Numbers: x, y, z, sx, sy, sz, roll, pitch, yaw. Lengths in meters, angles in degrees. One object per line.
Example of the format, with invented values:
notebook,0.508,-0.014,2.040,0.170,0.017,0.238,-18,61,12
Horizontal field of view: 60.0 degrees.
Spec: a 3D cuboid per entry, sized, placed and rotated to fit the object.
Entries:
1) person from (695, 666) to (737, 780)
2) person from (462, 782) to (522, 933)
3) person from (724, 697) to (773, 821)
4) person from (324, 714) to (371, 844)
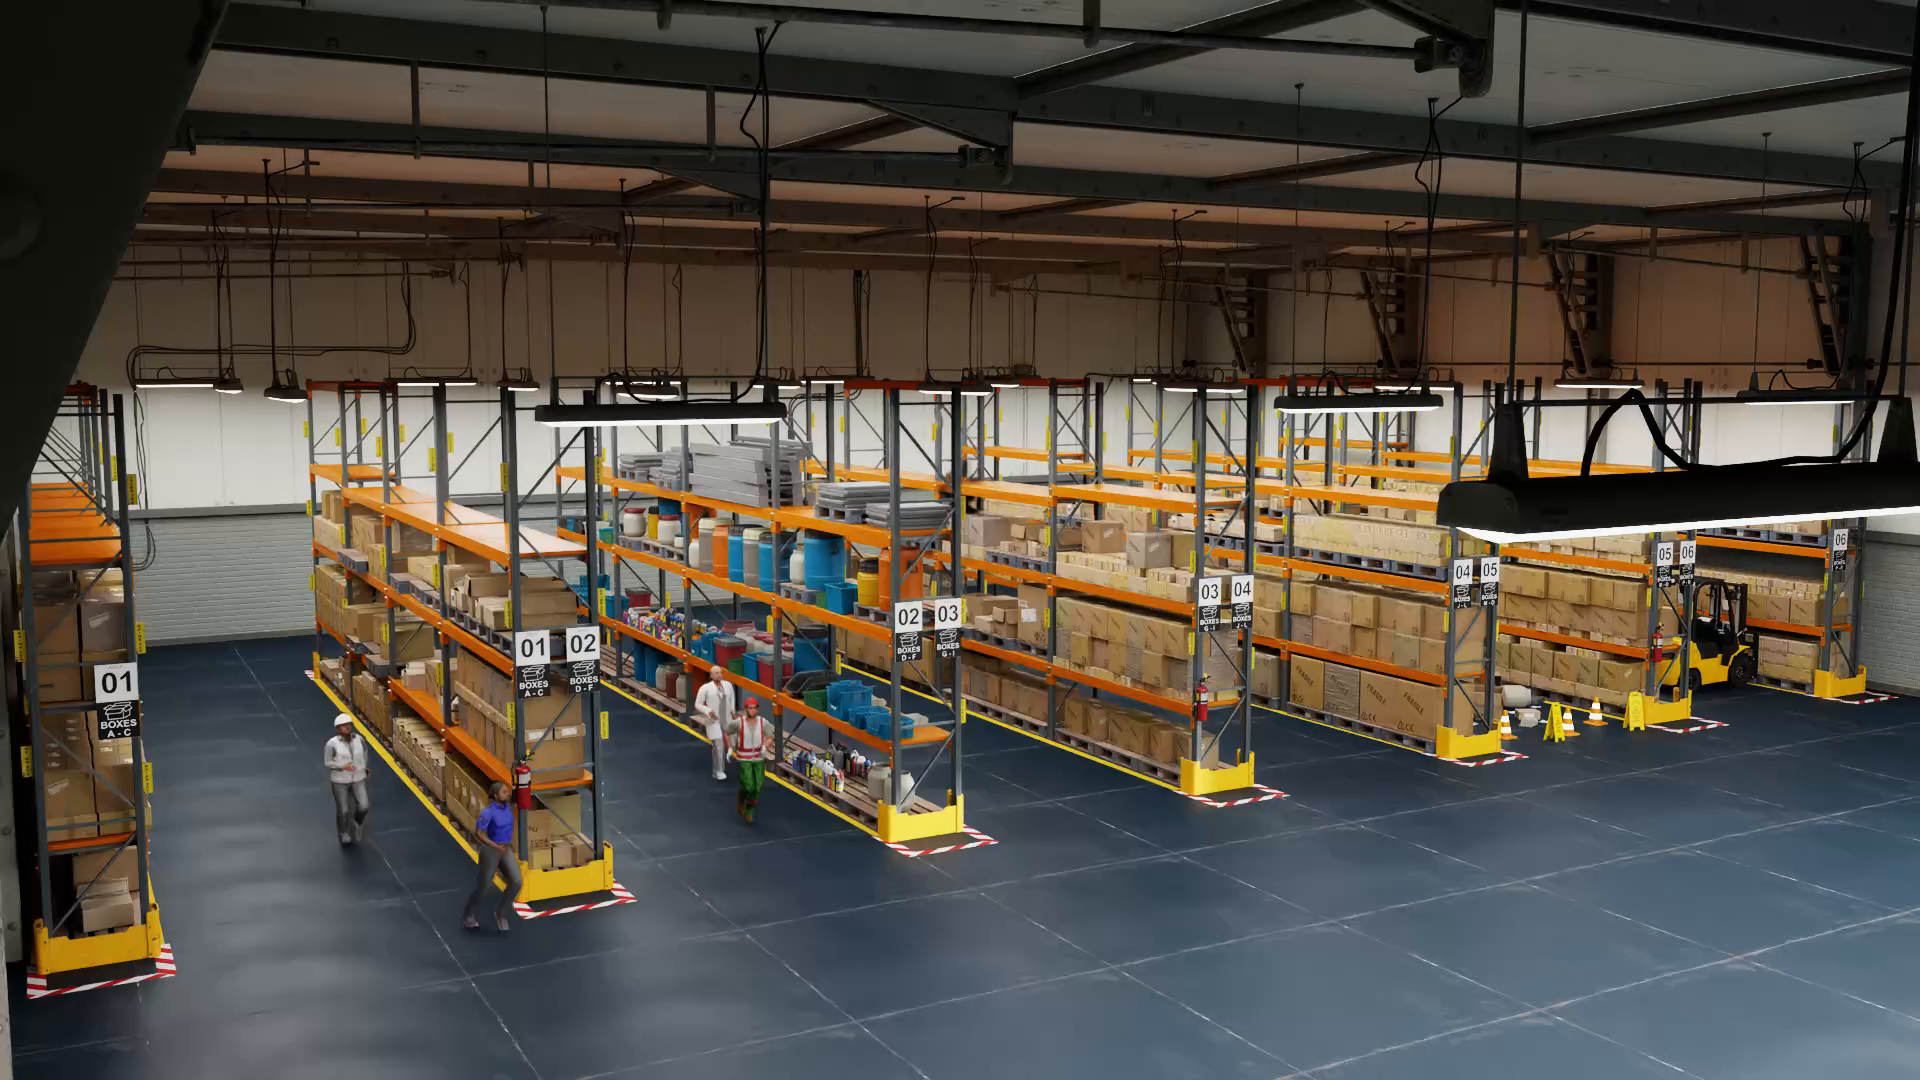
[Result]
person,-3.673,2.777,25.325,0.705,1.727,0.661,-4,7,-34
person,-5.207,3.551,18.702,0.665,1.661,0.658,3,7,30
person,-2.870,3.033,22.865,0.652,1.744,0.589,-2,7,-21
person,-7.986,3.137,21.772,0.635,1.735,0.650,-5,8,-38
